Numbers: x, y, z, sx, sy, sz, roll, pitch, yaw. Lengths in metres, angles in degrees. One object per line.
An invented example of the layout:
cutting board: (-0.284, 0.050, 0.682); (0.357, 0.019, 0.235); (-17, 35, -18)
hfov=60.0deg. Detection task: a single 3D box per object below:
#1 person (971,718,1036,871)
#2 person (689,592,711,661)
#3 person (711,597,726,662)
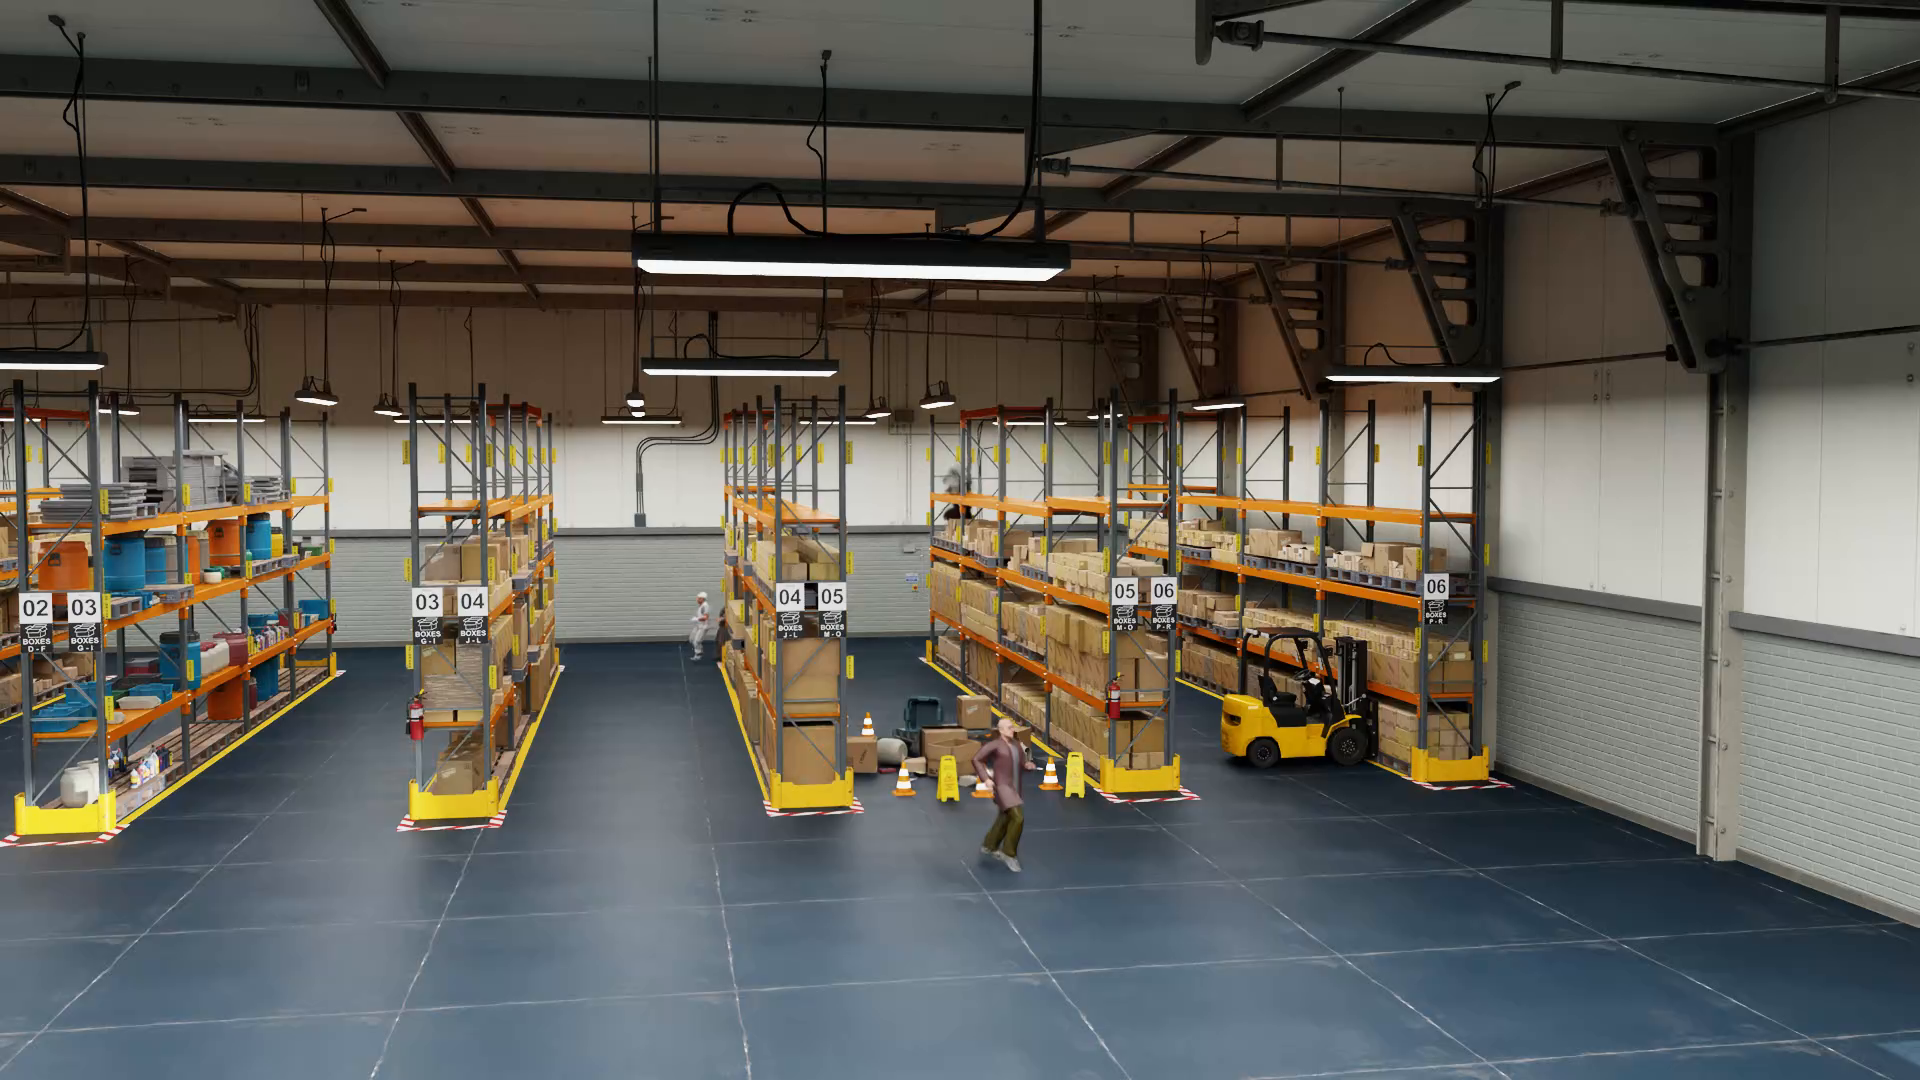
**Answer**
person: (0.577, 3.093, 20.249); (0.796, 1.843, 0.674); (2, 3, 34)
person: (-6.345, 2.102, 40.350); (0.539, 1.707, 0.861); (-1, 3, -27)
person: (-5.706, 2.126, 40.441); (0.704, 1.688, 0.716); (-1, 3, -18)
